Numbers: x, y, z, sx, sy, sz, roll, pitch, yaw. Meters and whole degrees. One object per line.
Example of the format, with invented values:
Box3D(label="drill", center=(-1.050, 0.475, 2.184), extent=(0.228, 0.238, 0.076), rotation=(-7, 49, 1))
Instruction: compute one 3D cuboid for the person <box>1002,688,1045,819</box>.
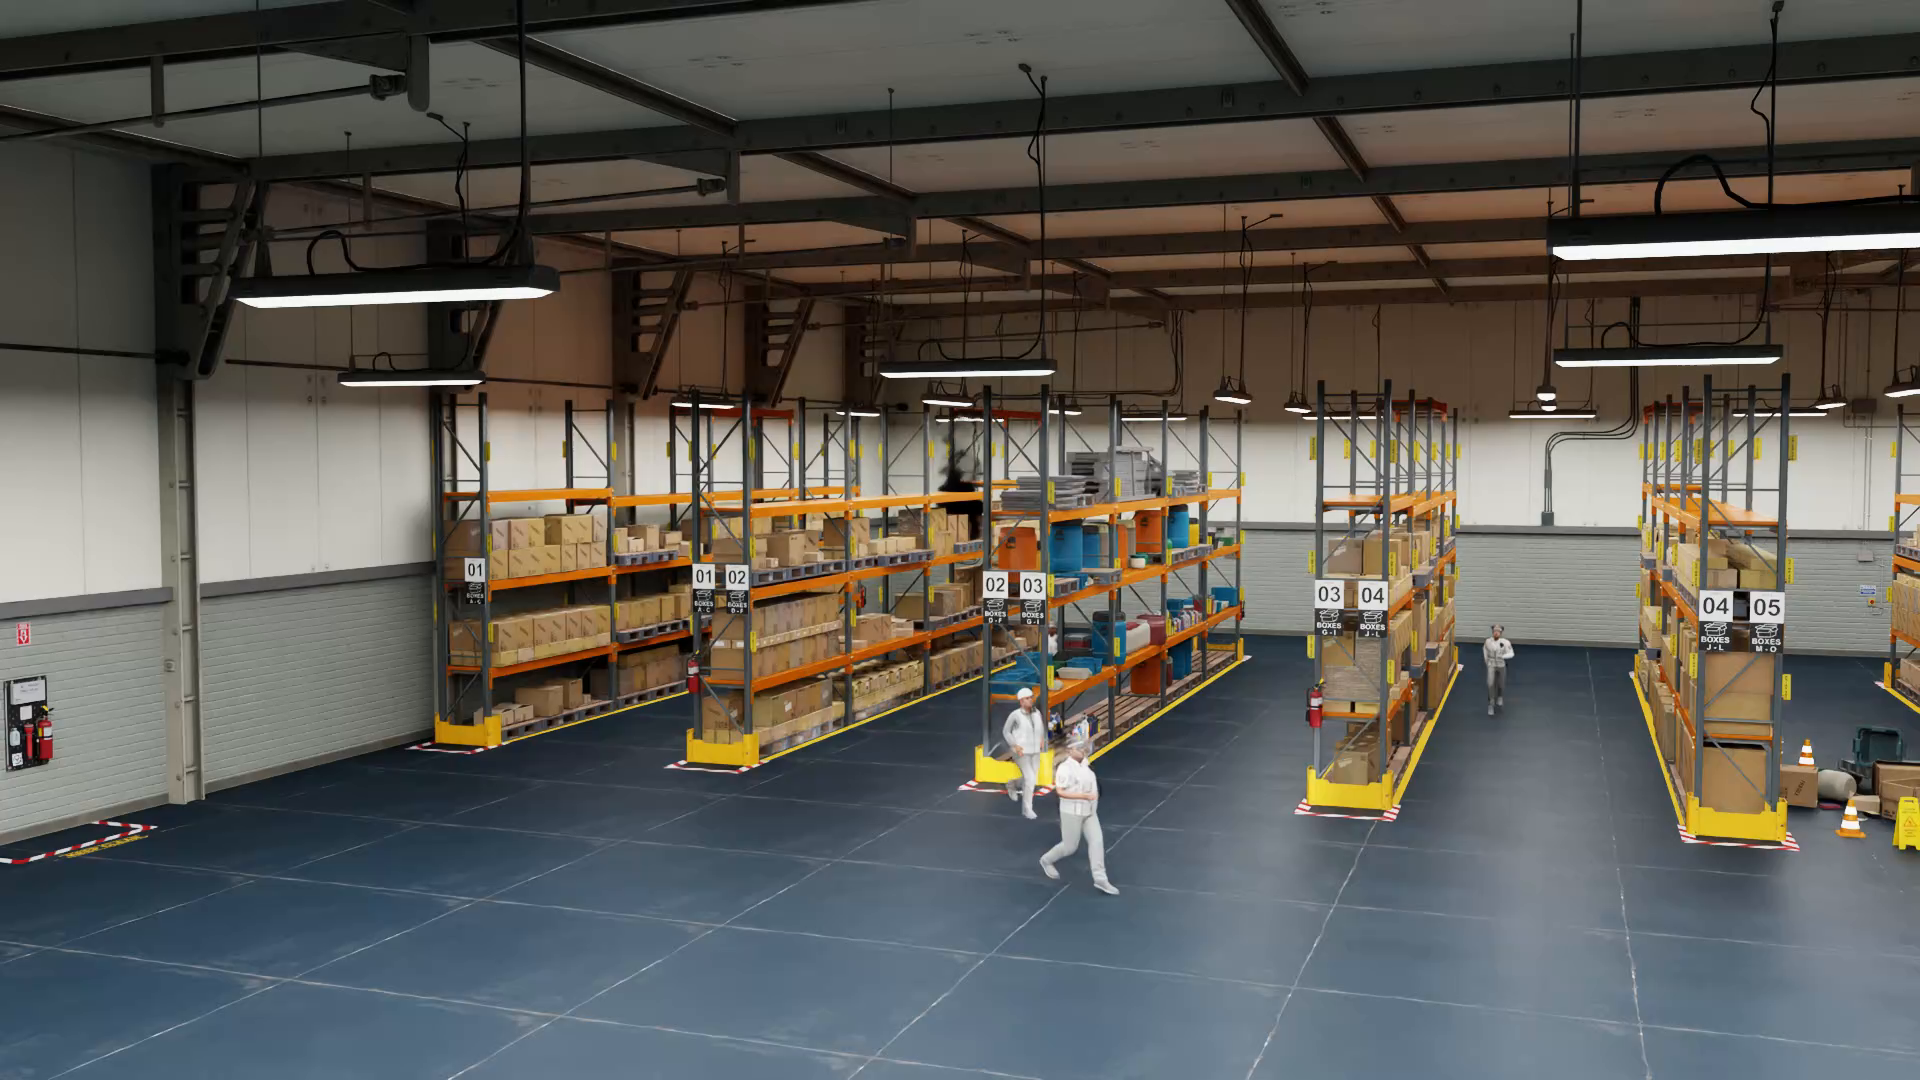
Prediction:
Box3D(label="person", center=(0.866, 2.915, 22.967), extent=(0.676, 1.776, 0.719), rotation=(-2, 4, -36))

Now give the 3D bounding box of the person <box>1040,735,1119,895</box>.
Box3D(label="person", center=(1.365, 3.098, 18.975), extent=(0.675, 1.768, 1.032), rotation=(-3, 4, -45))

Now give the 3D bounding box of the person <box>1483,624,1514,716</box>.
Box3D(label="person", center=(10.333, 2.473, 31.927), extent=(0.582, 1.746, 0.968), rotation=(1, 3, 21))

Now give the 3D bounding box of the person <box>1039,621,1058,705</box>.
Box3D(label="person", center=(1.803, 2.423, 32.664), extent=(0.562, 1.668, 0.580), rotation=(1, 3, 19))
